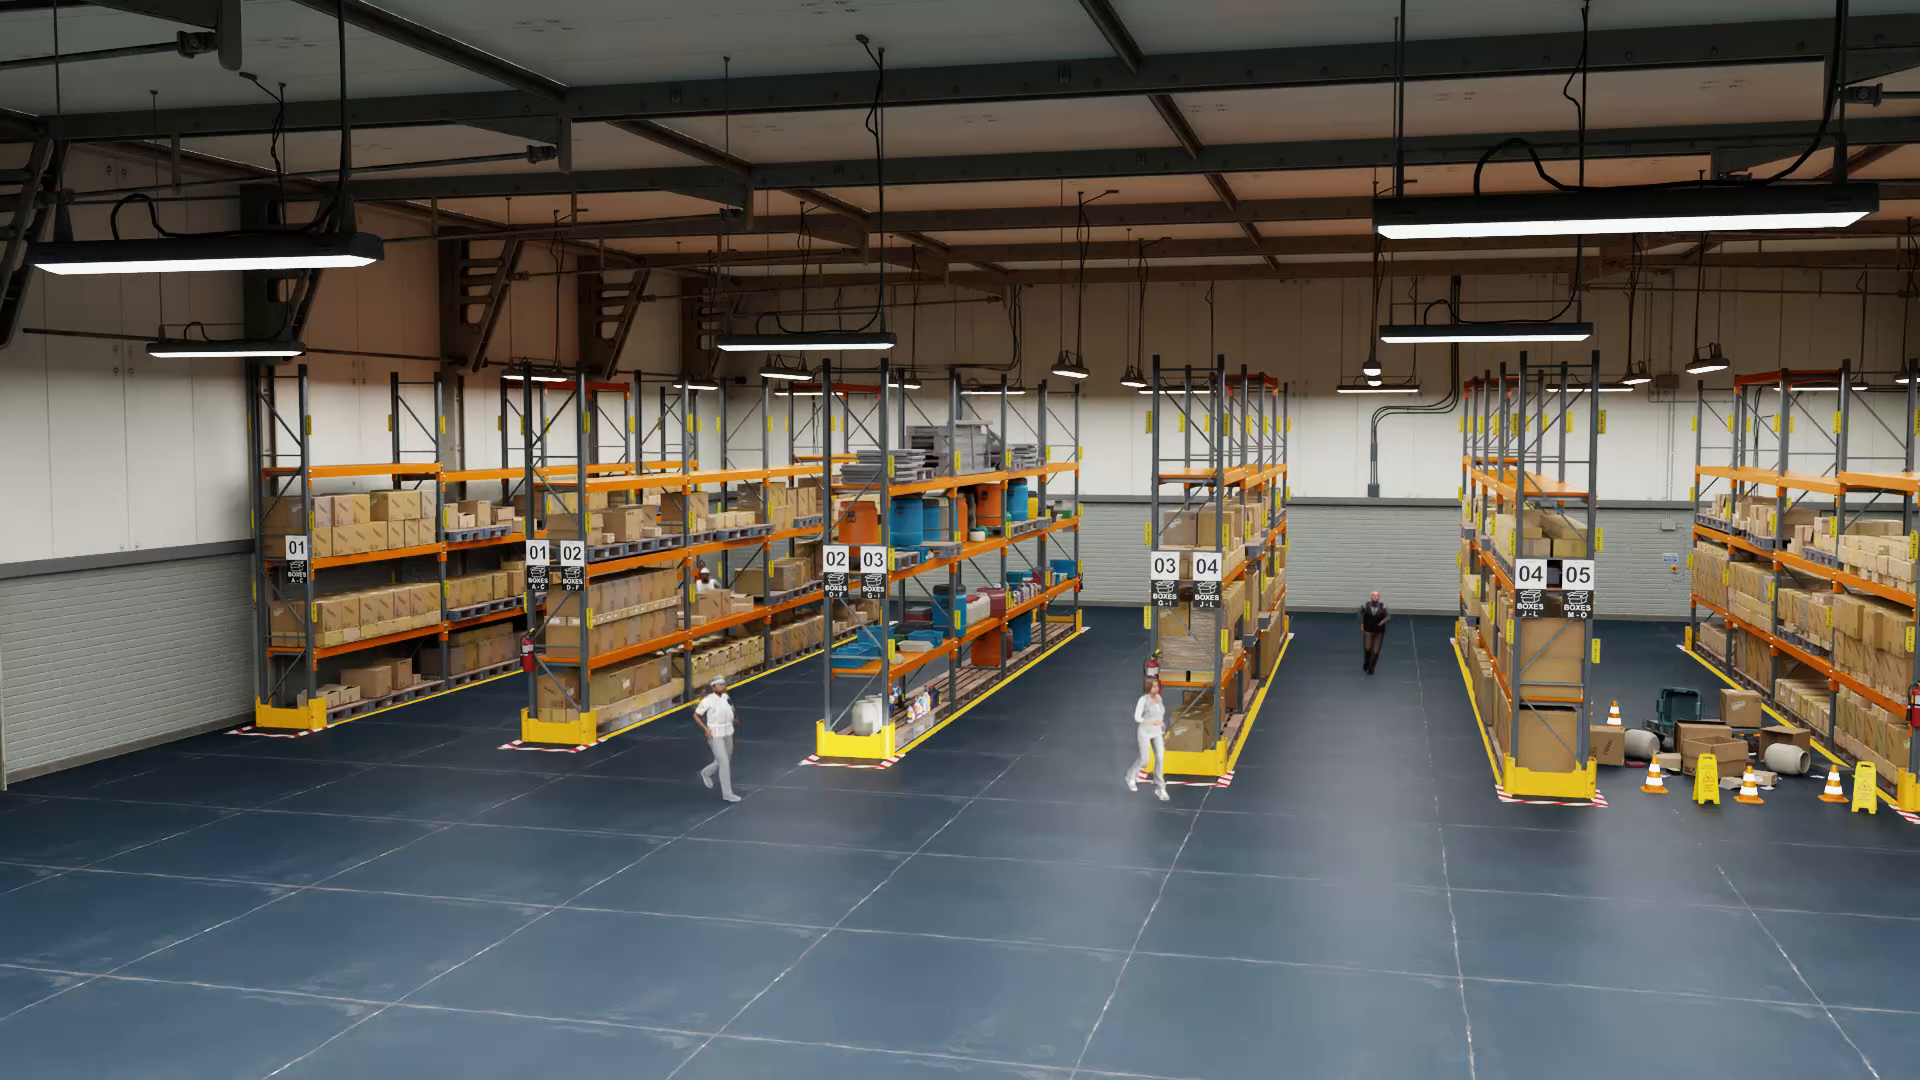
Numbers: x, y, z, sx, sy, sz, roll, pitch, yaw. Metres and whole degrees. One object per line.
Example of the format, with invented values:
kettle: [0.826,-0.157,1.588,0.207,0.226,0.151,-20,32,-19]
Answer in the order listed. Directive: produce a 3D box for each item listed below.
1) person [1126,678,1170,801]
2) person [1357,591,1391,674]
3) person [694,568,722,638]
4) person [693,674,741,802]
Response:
person: [2.546,2.656,22.416,0.560,1.621,0.772,-3,5,-33]
person: [8.295,1.858,33.329,0.660,1.679,0.632,1,4,10]
person: [-5.745,1.518,37.681,0.662,1.774,0.785,0,4,6]
person: [-3.233,2.621,22.270,0.859,1.672,0.587,3,5,40]
